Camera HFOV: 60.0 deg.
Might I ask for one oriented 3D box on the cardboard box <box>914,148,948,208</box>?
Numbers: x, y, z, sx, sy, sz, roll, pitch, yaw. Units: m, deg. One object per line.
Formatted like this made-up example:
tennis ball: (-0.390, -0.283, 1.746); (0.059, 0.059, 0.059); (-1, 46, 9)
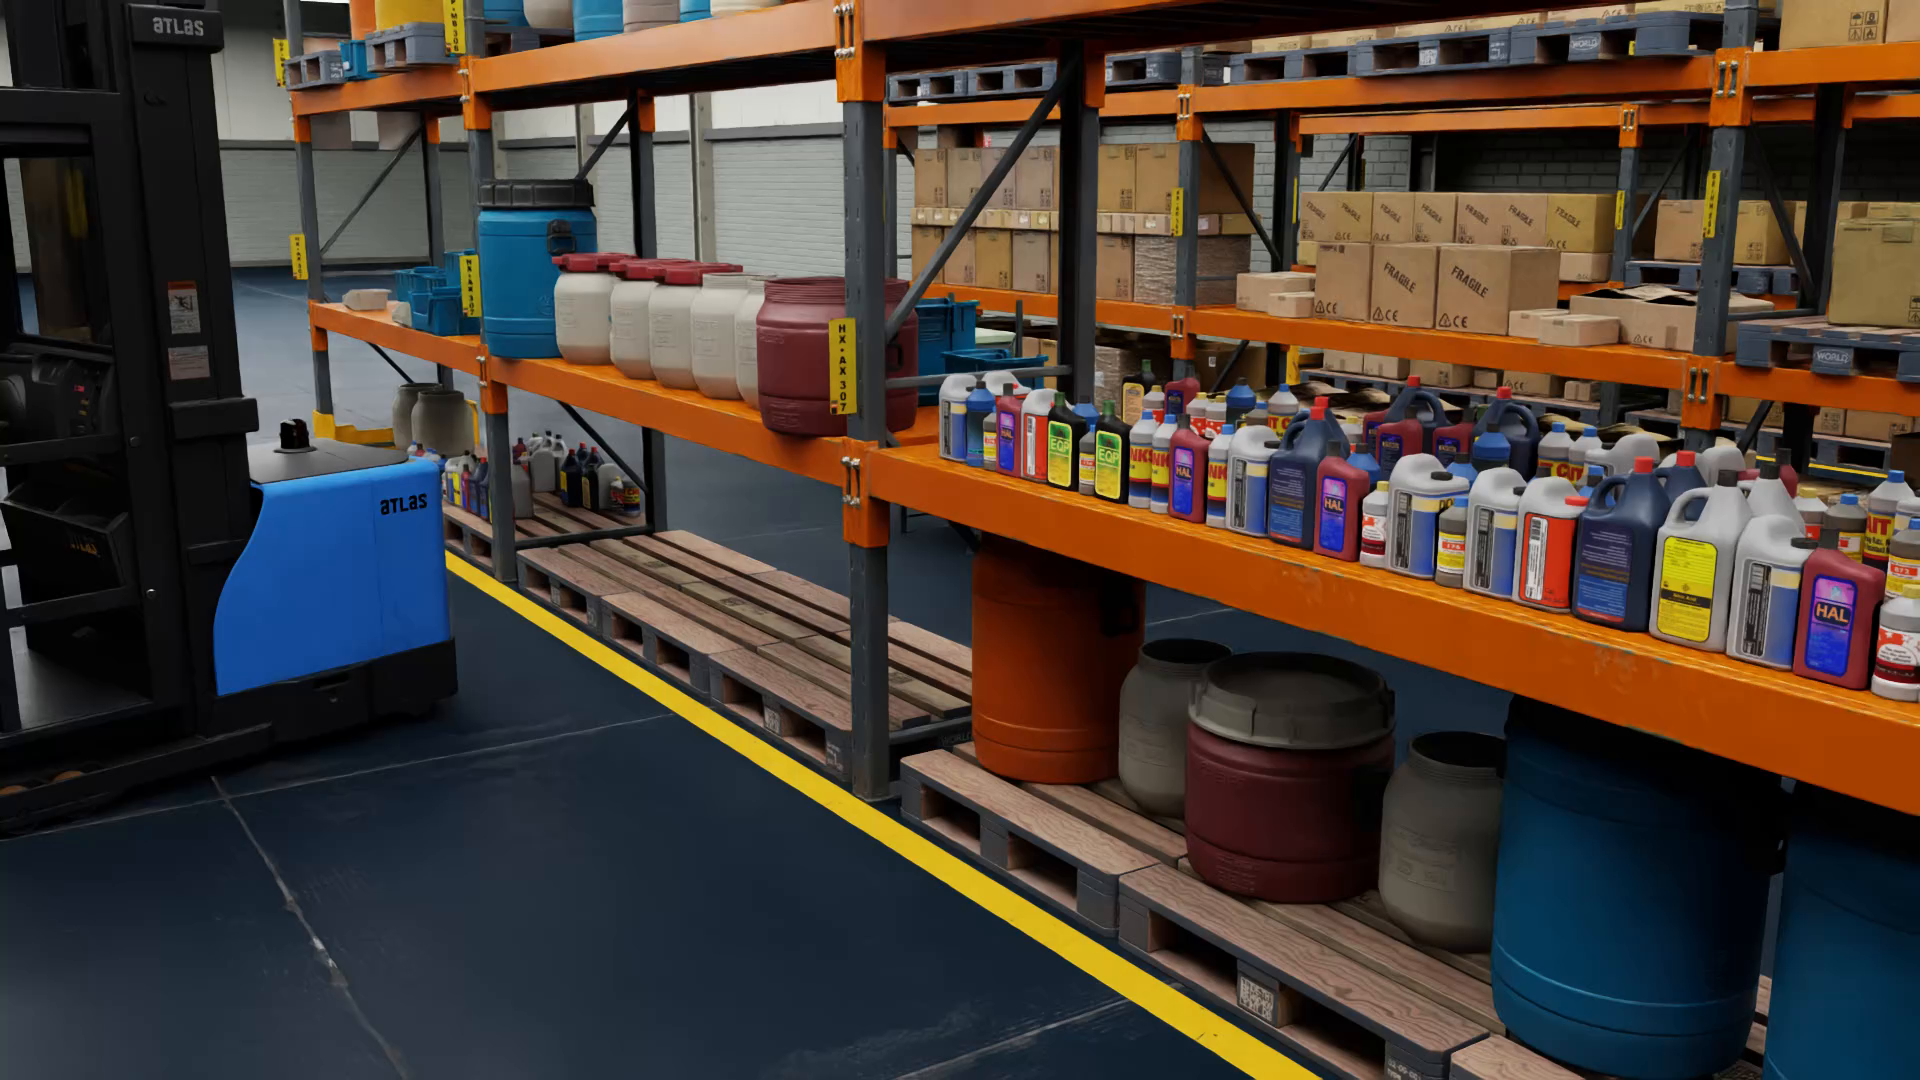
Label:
cardboard box: (0.026, -3.176, 14.591); (0.700, 0.500, 0.500); (-8, 15, -33)

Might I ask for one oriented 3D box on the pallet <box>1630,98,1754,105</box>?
pallet: (6.340, -3.714, 13.741); (1.213, 0.211, 1.003); (-8, 15, -33)

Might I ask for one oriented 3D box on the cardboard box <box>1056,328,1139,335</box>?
cardboard box: (1.136, -1.490, 13.851); (0.500, 0.500, 0.500); (-8, 15, -33)

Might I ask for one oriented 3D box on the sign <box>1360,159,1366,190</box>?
sign: (4.343, -3.956, 17.980); (0.100, 0.325, 0.005); (-8, 15, -33)

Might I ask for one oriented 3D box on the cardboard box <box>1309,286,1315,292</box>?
cardboard box: (2.605, -1.675, 11.315); (0.396, 0.266, 0.258); (-9, 15, -34)

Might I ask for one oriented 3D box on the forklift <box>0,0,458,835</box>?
forklift: (-3.460, -0.538, 5.960); (1.130, 2.935, 3.031); (10, 16, 38)

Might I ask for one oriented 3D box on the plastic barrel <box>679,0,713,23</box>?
plastic barrel: (-0.974, -2.703, 7.505); (0.600, 0.901, 0.708); (-8, 15, -33)

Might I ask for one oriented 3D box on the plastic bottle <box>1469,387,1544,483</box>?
plastic bottle: (1.498, -0.240, 4.552); (0.144, 0.351, 0.185); (-8, 15, -33)

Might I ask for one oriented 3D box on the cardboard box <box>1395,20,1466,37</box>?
cardboard box: (2.973, -3.125, 9.979); (0.500, 0.250, 0.500); (-10, 16, -38)

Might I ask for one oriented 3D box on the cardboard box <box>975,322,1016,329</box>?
cardboard box: (0.139, -1.605, 14.376); (0.500, 0.500, 0.500); (-8, 15, -33)

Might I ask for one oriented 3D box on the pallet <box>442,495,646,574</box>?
pallet: (-2.498, -0.052, 10.105); (1.003, 0.211, 1.213); (-8, 15, -33)

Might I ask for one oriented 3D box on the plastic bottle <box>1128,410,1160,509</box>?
plastic bottle: (0.525, -0.229, 4.691); (0.097, 0.271, 0.097); (0, 12, 0)

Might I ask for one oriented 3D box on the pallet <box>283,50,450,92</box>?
pallet: (-4.000, -3.216, 11.466); (1.003, 0.211, 1.213); (-8, 15, -33)

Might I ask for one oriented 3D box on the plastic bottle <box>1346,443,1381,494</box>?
plastic bottle: (0.989, -0.104, 4.118); (0.097, 0.271, 0.097); (0, 12, 0)

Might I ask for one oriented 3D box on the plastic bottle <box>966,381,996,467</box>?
plastic bottle: (0.067, -0.376, 5.363); (0.097, 0.271, 0.097); (0, 12, 0)

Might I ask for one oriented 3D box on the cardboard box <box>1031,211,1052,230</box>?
cardboard box: (0.784, -2.537, 13.190); (0.380, 0.149, 0.250); (-8, 14, -31)

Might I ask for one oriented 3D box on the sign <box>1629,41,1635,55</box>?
sign: (5.639, -4.115, 13.925); (0.100, 0.325, 0.005); (-8, 15, -33)

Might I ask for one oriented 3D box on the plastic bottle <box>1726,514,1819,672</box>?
plastic bottle: (1.582, 0.097, 3.188); (0.152, 0.276, 0.135); (-8, 15, -33)

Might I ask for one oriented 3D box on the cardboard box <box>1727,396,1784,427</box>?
cardboard box: (6.836, -1.241, 13.838); (0.700, 0.500, 0.500); (-8, 15, -34)

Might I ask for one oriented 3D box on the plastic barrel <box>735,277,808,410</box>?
plastic barrel: (-0.693, -0.791, 6.695); (0.421, 0.512, 0.421); (0, 12, 0)

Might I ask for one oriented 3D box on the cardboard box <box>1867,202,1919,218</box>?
cardboard box: (7.325, -2.316, 12.668); (0.700, 0.500, 0.500); (-8, 15, -33)

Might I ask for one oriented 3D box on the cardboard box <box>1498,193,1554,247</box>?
cardboard box: (5.286, -2.901, 15.154); (0.500, 0.500, 0.500); (-8, 15, -33)

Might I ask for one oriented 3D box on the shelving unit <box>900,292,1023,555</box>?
shelving unit: (-0.004, -0.734, 10.207); (0.431, 1.500, 0.755); (-8, 15, -33)

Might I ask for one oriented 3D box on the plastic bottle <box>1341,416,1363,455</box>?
plastic bottle: (1.189, -0.275, 5.063); (0.097, 0.201, 0.097); (0, 12, 0)

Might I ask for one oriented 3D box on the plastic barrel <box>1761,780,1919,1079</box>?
plastic barrel: (1.984, 0.854, 3.363); (0.600, 0.901, 0.708); (-8, 15, -33)

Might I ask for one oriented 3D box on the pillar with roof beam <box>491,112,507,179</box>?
pillar with roof beam: (-15.227, -10.908, 39.180); (9.100, 9.000, 0.548); (-8, 15, -33)

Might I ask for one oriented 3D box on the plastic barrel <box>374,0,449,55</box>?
plastic barrel: (-3.640, -3.576, 11.248); (0.600, 0.588, 0.600); (0, 12, 0)

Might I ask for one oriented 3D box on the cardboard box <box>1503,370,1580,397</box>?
cardboard box: (5.478, -1.636, 15.643); (0.500, 0.500, 0.500); (-9, 16, -37)

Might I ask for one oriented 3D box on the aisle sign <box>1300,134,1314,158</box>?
aisle sign: (3.581, -4.421, 17.472); (0.394, 0.787, 0.004); (-8, 15, -33)

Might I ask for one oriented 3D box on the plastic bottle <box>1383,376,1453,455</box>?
plastic bottle: (1.321, -0.296, 4.811); (0.144, 0.351, 0.185); (-8, 15, -33)

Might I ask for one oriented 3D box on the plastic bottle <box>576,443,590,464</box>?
plastic bottle: (-2.367, -0.437, 10.509); (0.144, 0.351, 0.185); (-9, 15, -35)

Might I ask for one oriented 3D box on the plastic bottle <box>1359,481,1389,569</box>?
plastic bottle: (1.012, -0.039, 3.984); (0.097, 0.201, 0.097); (0, 12, 0)

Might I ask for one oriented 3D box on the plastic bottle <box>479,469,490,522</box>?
plastic bottle: (-2.758, -0.291, 9.842); (0.144, 0.351, 0.185); (-9, 15, -34)

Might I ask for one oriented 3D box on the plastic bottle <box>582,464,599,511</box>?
plastic bottle: (-2.263, -0.328, 10.168); (0.061, 0.283, 0.133); (-8, 15, -33)

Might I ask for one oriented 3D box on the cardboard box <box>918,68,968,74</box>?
cardboard box: (0.063, -4.273, 14.309); (0.797, 0.503, 0.637); (-7, 14, -29)

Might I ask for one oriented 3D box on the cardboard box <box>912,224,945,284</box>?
cardboard box: (-0.003, -2.551, 14.772); (0.700, 0.500, 0.500); (-8, 15, -33)

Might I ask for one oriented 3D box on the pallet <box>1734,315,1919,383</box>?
pallet: (4.615, -0.958, 8.171); (1.213, 0.211, 1.003); (-8, 15, -33)

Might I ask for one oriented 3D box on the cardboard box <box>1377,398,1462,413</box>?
cardboard box: (2.996, -0.792, 11.104); (0.500, 0.311, 0.500); (-8, 15, -33)

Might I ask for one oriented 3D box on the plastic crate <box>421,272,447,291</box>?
plastic crate: (-3.496, -1.759, 11.731); (0.499, 0.251, 0.408); (-8, 15, -33)

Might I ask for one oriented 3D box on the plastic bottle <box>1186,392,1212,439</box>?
plastic bottle: (0.811, -0.396, 5.617); (0.097, 0.201, 0.097); (0, 12, 0)

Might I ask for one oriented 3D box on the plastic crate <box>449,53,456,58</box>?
plastic crate: (-3.070, -3.155, 10.785); (0.392, 0.384, 0.575); (-8, 15, -33)

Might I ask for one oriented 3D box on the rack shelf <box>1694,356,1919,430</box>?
rack shelf: (5.289, -0.457, 7.114); (1.077, 0.370, 4.000); (-8, 15, -33)

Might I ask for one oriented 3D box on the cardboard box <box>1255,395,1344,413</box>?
cardboard box: (2.259, -0.819, 11.225); (0.500, 0.311, 0.500); (-8, 15, -33)

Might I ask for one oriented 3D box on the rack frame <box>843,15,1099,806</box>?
rack frame: (0.055, -0.578, 5.985); (1.000, 3.000, 0.127); (-8, 15, -33)

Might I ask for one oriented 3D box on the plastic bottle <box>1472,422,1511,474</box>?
plastic bottle: (1.421, -0.179, 4.460); (0.097, 0.271, 0.097); (0, 12, 0)

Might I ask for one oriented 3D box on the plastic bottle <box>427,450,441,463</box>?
plastic bottle: (-3.387, -0.445, 10.733); (0.097, 0.271, 0.097); (0, 12, 0)

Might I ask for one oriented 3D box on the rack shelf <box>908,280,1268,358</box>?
rack shelf: (0.857, -1.880, 13.620); (1.077, 0.370, 4.000); (-8, 15, -33)

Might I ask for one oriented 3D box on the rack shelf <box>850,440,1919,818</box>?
rack shelf: (1.163, 0.129, 4.436); (1.077, 0.370, 4.000); (-8, 15, -33)

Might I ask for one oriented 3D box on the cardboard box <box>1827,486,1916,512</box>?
cardboard box: (4.490, 0.049, 7.936); (0.500, 0.500, 0.500); (-9, 15, -35)

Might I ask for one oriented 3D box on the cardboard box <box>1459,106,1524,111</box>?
cardboard box: (4.993, -4.232, 15.393); (0.500, 0.500, 0.500); (-9, 15, -35)

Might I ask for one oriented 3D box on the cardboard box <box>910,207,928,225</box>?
cardboard box: (-0.213, -2.857, 14.654); (0.380, 0.149, 0.250); (-8, 15, -33)

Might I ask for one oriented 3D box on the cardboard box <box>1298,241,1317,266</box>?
cardboard box: (3.876, -2.986, 17.299); (0.500, 0.250, 0.500); (-9, 15, -34)
